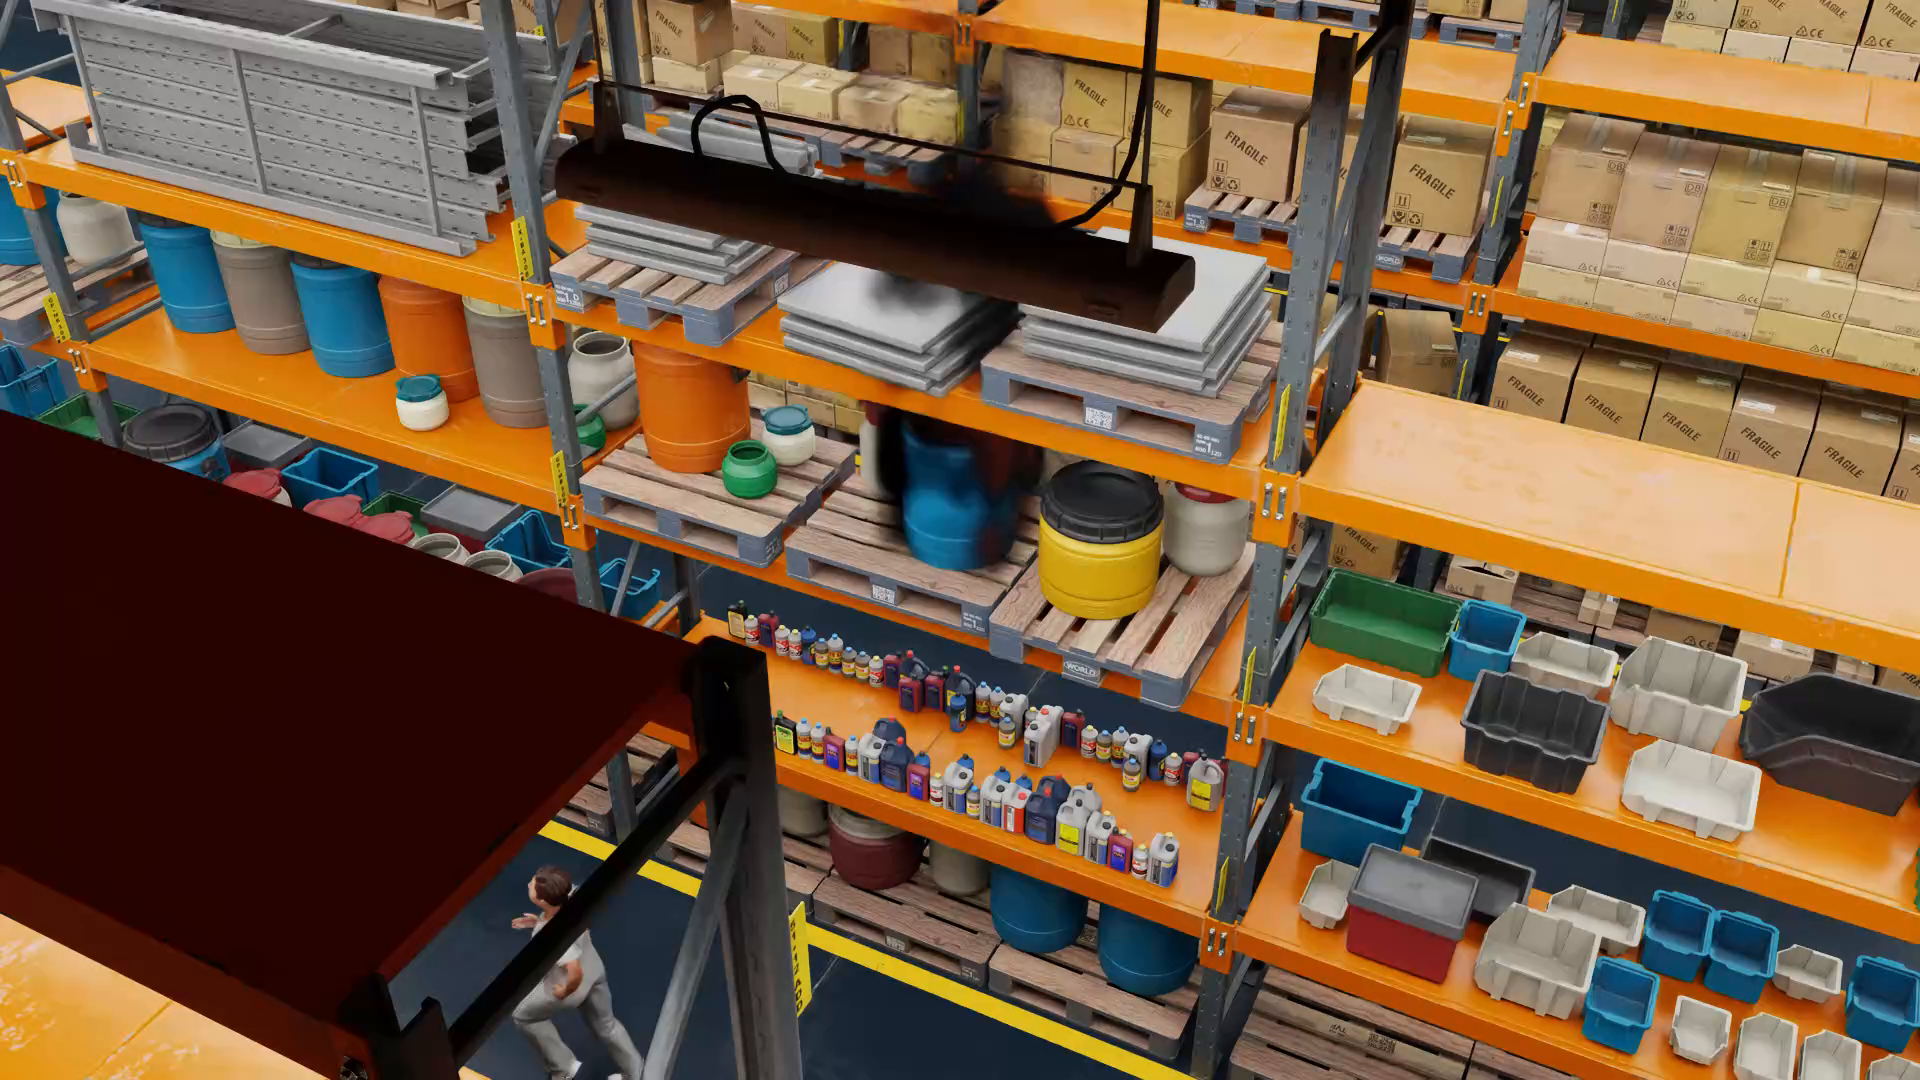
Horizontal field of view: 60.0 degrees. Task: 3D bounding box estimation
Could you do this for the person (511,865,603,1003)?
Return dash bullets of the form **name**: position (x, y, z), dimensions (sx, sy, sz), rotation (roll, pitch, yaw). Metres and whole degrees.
- **person**: position (-2.139, 2.045, 8.786), dimensions (0.579, 0.837, 0.549), rotation (12, 37, 16)
